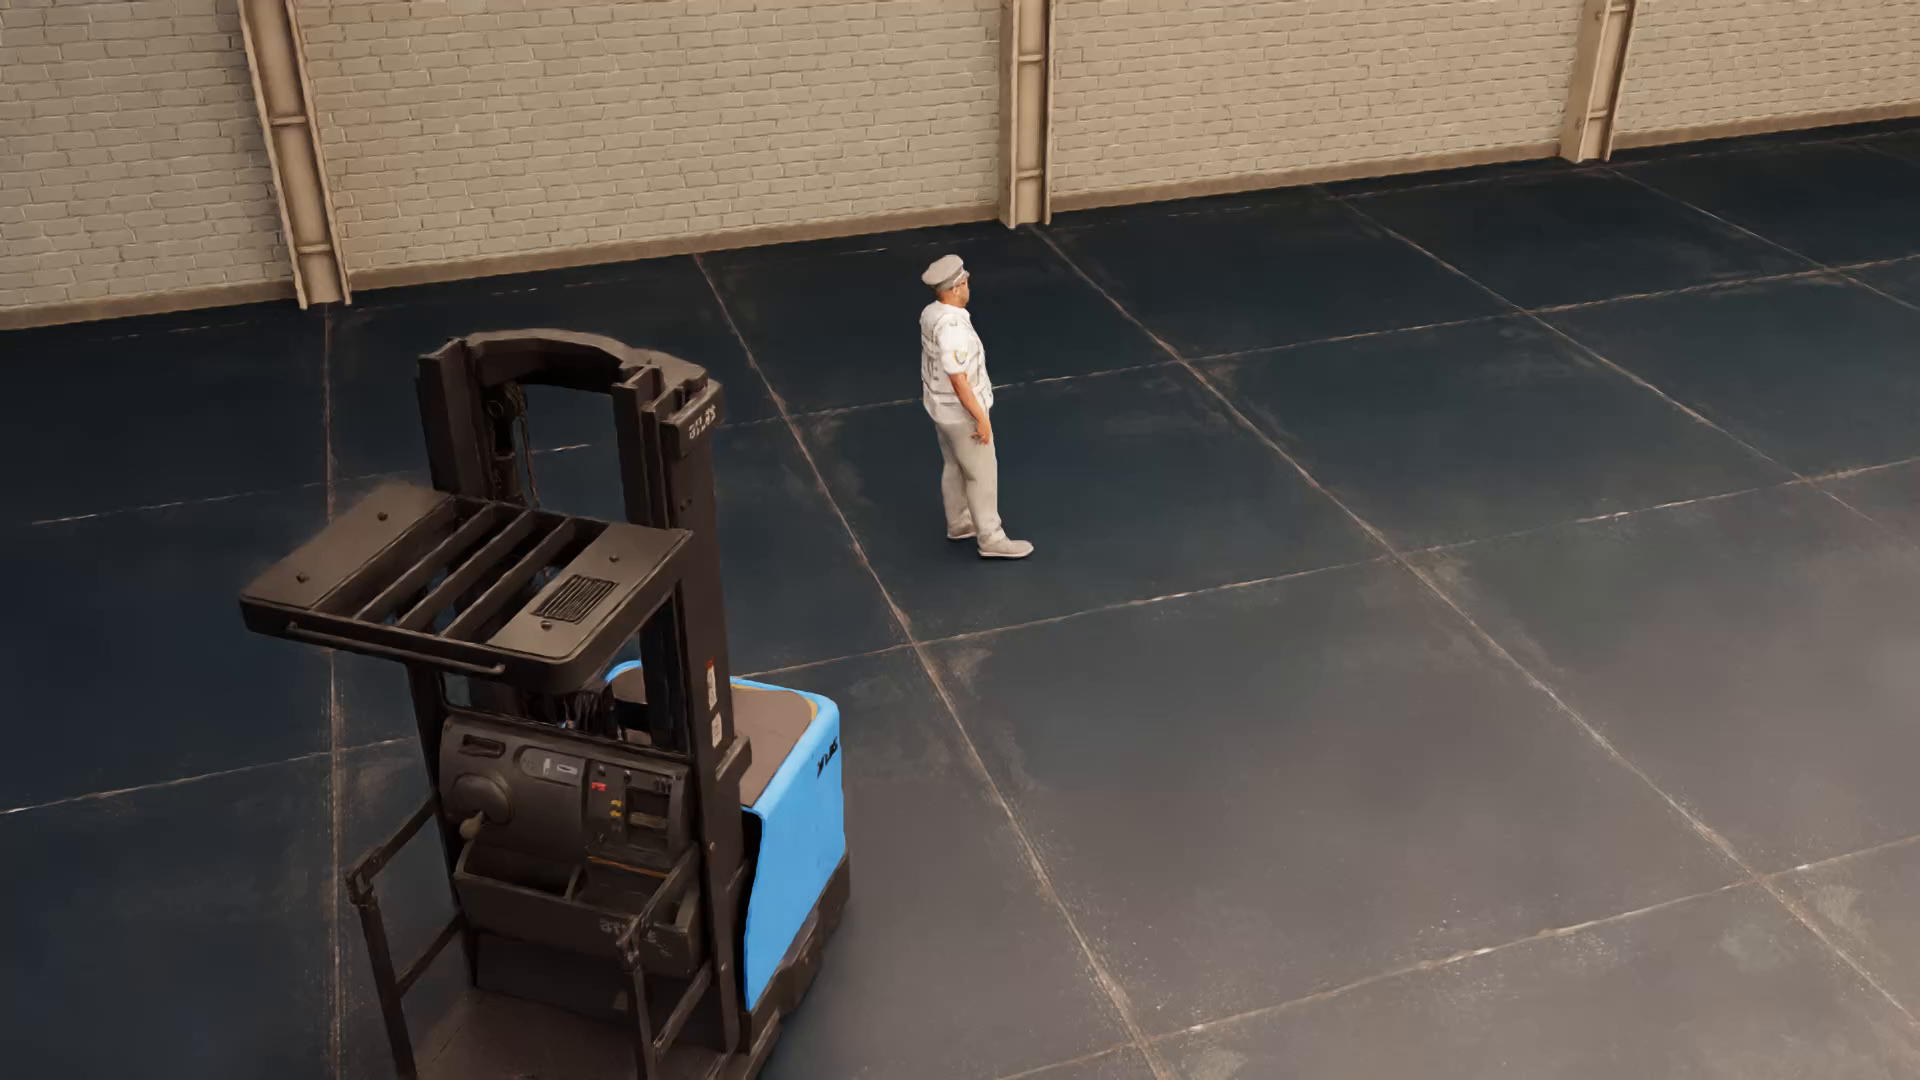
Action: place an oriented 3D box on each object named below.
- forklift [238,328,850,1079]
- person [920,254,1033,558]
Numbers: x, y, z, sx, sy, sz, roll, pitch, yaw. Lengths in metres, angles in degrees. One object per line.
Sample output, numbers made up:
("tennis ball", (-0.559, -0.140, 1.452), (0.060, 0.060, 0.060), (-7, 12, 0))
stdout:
("forklift", (-1.423, 0.921, 5.487), (1.130, 2.935, 3.031), (9, 31, 16))
("person", (0.078, -0.786, 9.589), (0.574, 1.781, 0.640), (-10, 31, -16))
